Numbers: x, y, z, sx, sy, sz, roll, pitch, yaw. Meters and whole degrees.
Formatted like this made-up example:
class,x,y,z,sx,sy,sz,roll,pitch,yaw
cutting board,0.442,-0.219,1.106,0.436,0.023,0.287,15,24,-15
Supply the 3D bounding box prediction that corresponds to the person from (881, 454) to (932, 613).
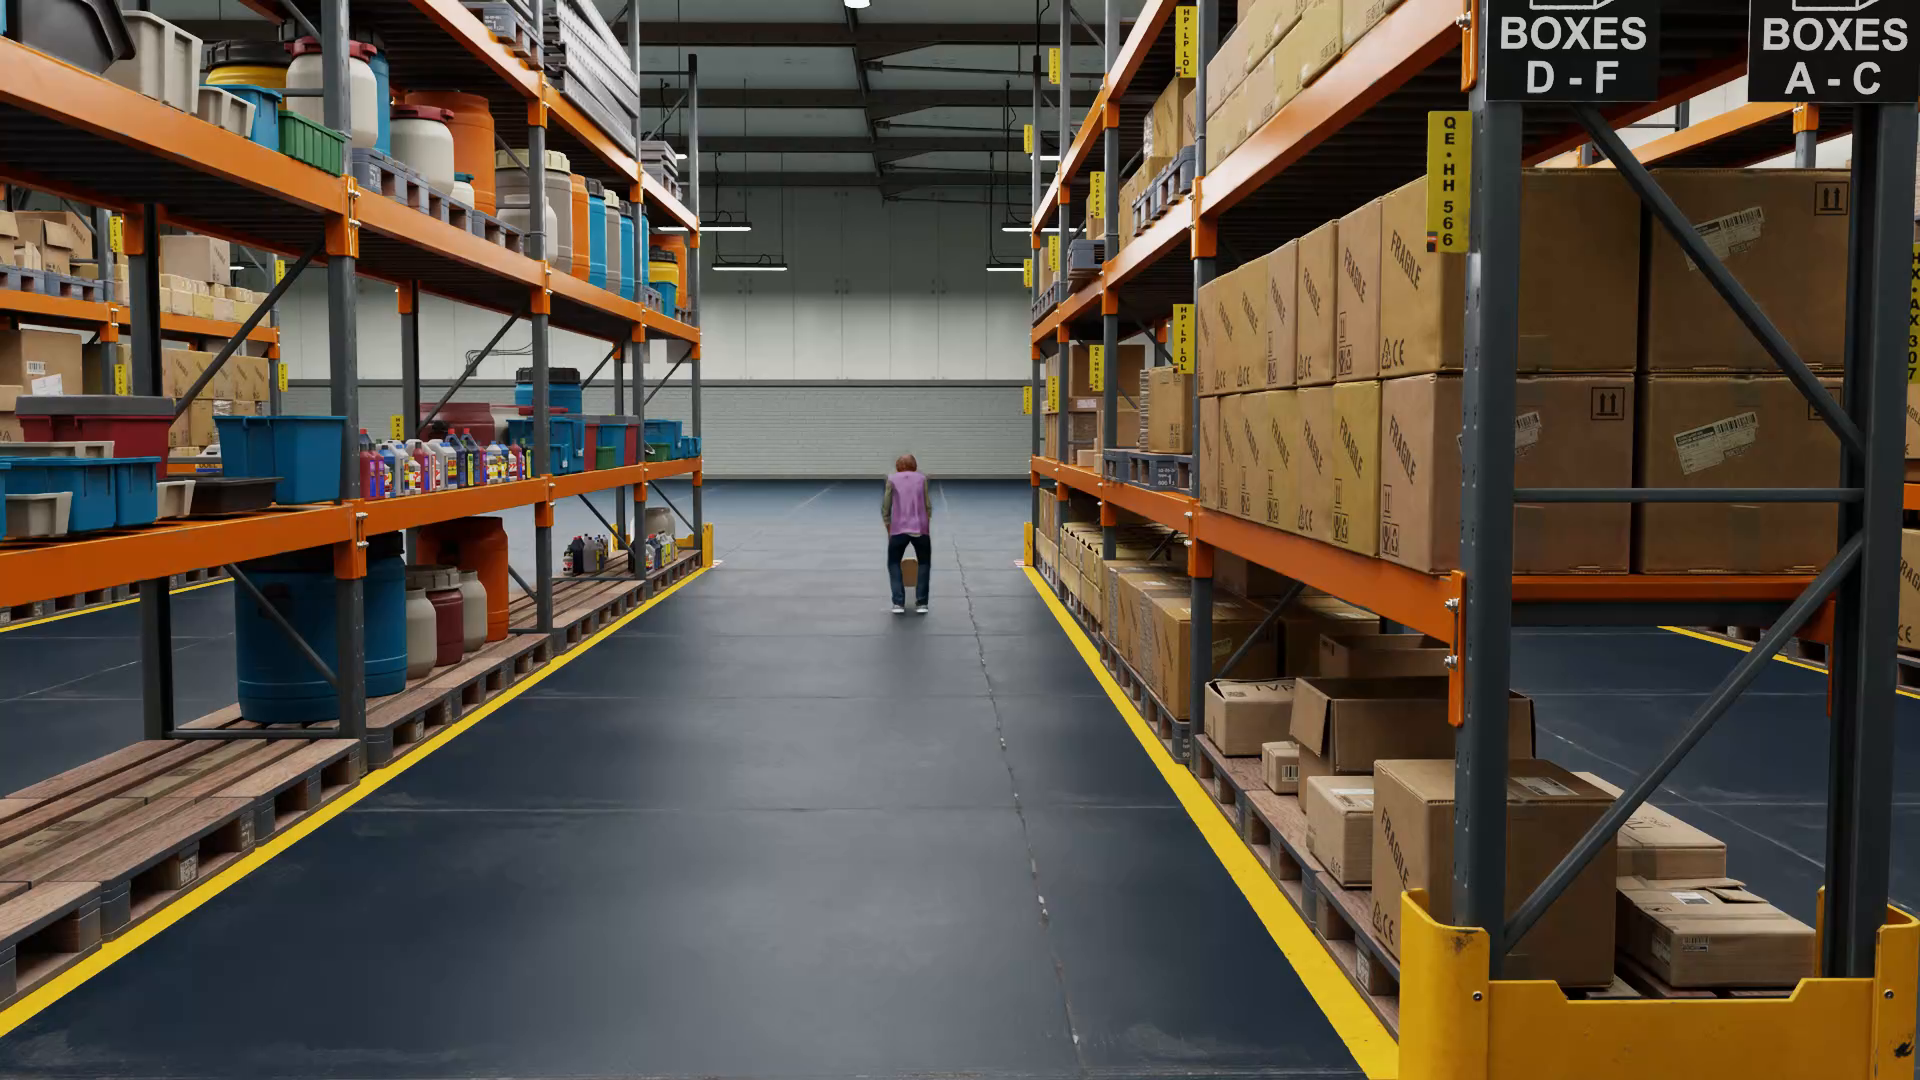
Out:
class,x,y,z,sx,sy,sz,roll,pitch,yaw
person,-0.477,-0.046,14.847,0.456,1.408,0.560,0,4,-1
